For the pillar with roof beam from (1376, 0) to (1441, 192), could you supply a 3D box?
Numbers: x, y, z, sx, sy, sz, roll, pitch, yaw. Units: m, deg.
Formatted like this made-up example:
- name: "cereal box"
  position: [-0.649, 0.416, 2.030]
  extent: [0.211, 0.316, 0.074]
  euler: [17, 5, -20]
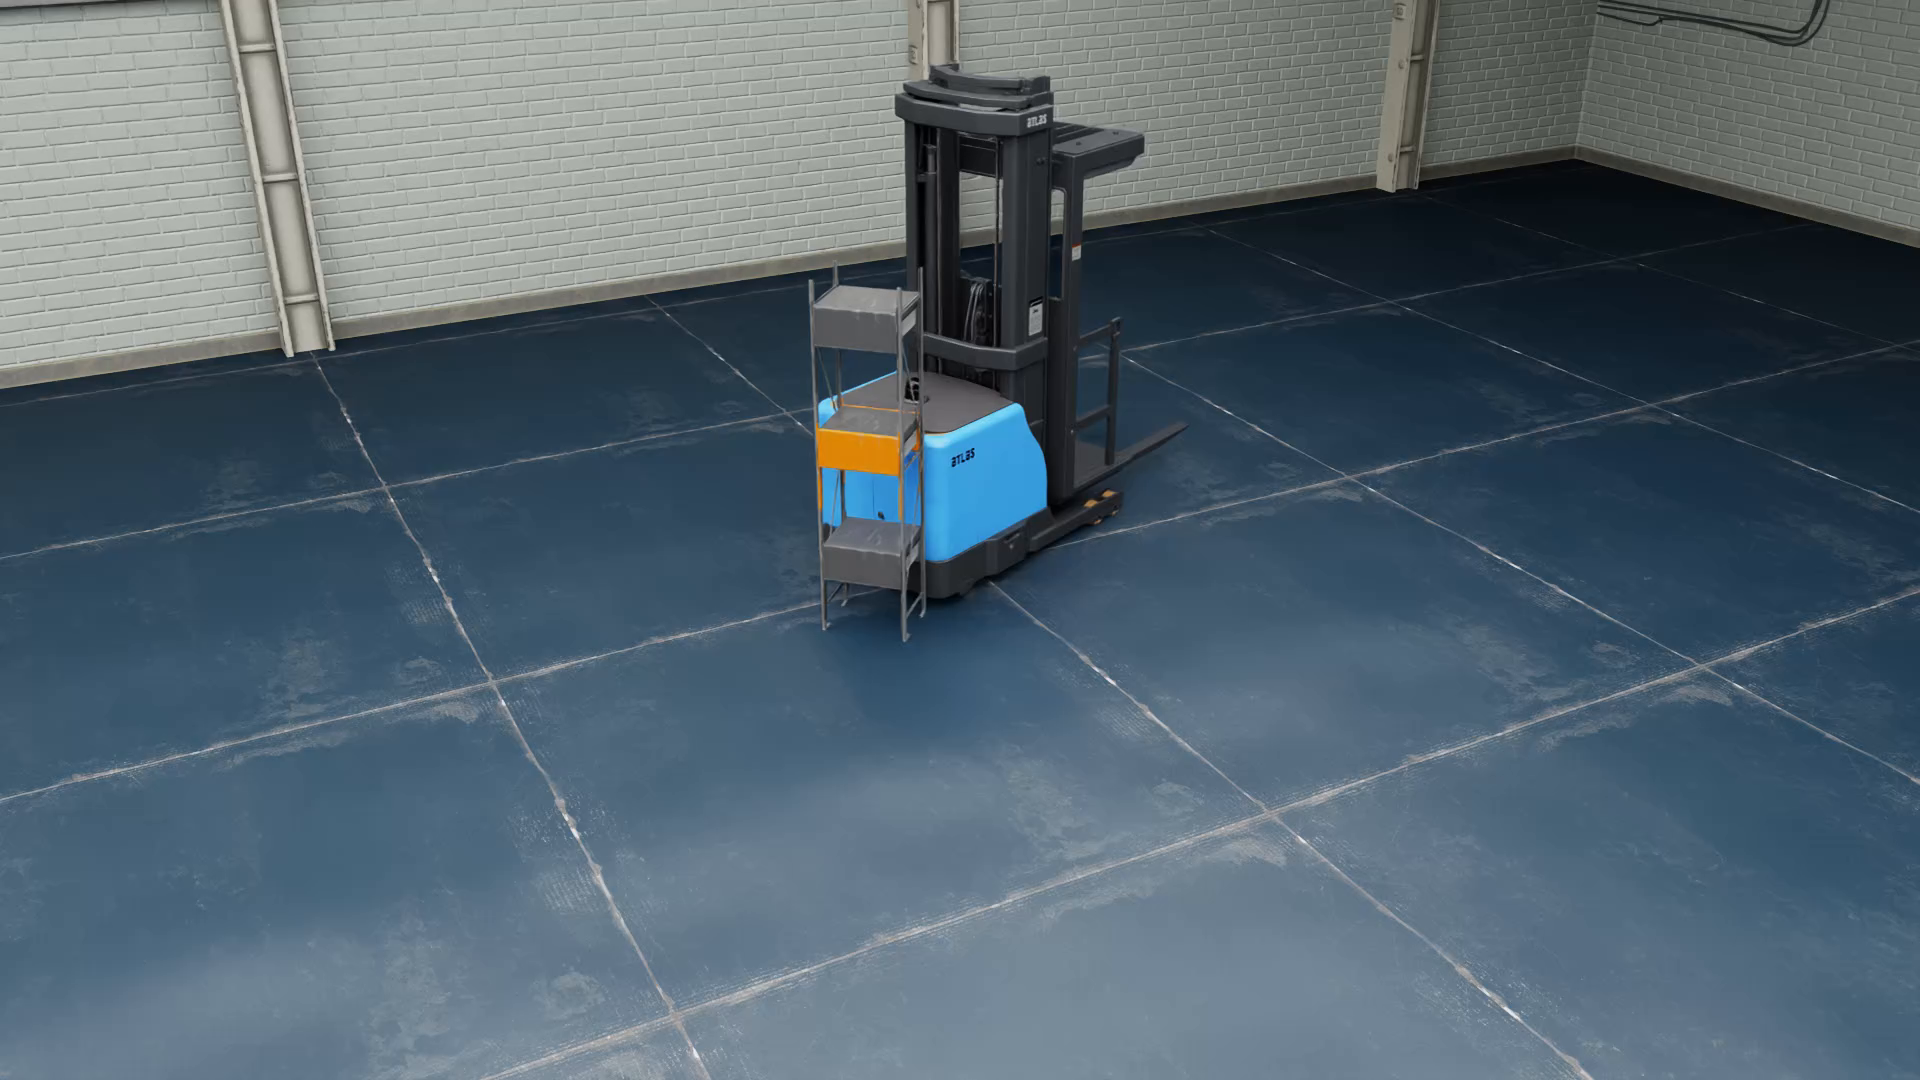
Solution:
- name: "pillar with roof beam"
  position: [7.072, -6.489, 13.868]
  extent: [0.400, 9.000, 9.100]
  euler: [-13, 29, -25]

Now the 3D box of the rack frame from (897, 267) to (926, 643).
- name: "rack frame"
  position: [-0.265, -0.441, 9.242]
  extent: [0.015, 2.100, 0.400]
  euler: [7, 27, 15]

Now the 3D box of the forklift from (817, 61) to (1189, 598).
- name: "forklift"
  position: [0.436, -1.542, 10.574]
  extent: [1.130, 2.935, 3.031]
  euler: [19, 32, 35]

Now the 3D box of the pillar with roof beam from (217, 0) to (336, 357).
- name: "pillar with roof beam"
  position: [-3.516, -4.045, 8.778]
  extent: [0.400, 9.000, 9.100]
  euler: [-13, 29, -25]

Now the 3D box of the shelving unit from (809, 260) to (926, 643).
- name: "shelving unit"
  position: [-0.499, -0.470, 9.303]
  extent: [0.503, 2.100, 0.431]
  euler: [7, 27, 15]

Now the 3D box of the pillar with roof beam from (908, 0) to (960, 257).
- name: "pillar with roof beam"
  position: [1.778, -5.267, 11.323]
  extent: [0.400, 9.000, 9.100]
  euler: [-13, 29, -25]

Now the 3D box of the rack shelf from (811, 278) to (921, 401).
- name: "rack shelf"
  position: [-0.499, -1.089, 9.006]
  extent: [0.480, 0.518, 0.431]
  euler: [7, 27, 15]

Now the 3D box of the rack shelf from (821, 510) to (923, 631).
- name: "rack shelf"
  position: [-0.499, 0.173, 9.612]
  extent: [0.480, 0.518, 0.431]
  euler: [7, 27, 15]

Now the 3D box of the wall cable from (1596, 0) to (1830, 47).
- name: "wall cable"
  position: [8.268, -6.828, 18.163]
  extent: [0.112, 2.526, 3.097]
  euler: [-13, 29, -25]

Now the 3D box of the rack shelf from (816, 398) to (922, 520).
- name: "rack shelf"
  position: [-0.499, -0.458, 9.309]
  extent: [0.480, 0.518, 0.431]
  euler: [7, 27, 15]

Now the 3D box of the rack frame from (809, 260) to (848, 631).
- name: "rack frame"
  position: [-0.733, -0.500, 9.365]
  extent: [0.015, 2.100, 0.400]
  euler: [7, 27, 15]
